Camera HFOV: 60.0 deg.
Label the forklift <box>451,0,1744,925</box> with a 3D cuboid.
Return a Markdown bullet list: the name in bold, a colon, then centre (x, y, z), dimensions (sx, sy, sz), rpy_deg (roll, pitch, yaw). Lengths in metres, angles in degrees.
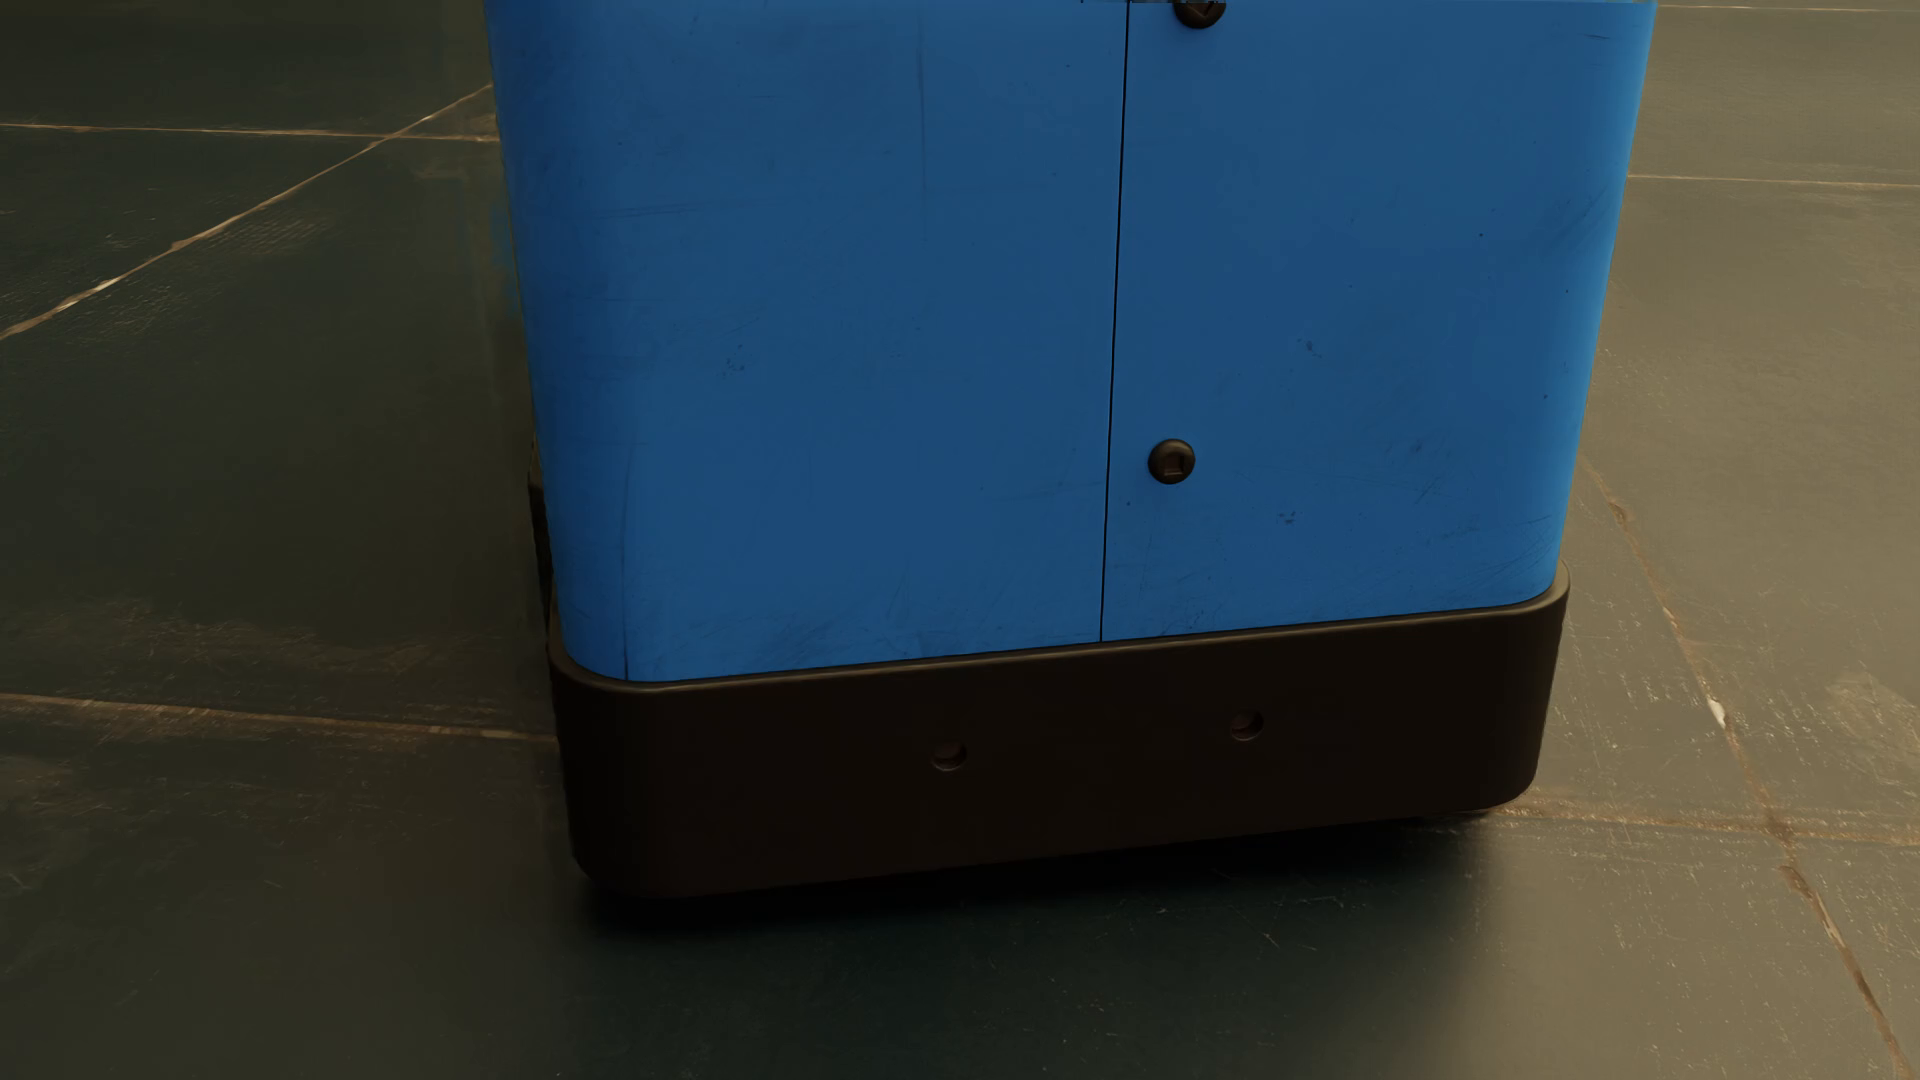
- **forklift**: centre (-0.260, -1.576, 2.376), dimensions (1.130, 2.935, 3.031), rpy_deg (-11, 28, -20)
